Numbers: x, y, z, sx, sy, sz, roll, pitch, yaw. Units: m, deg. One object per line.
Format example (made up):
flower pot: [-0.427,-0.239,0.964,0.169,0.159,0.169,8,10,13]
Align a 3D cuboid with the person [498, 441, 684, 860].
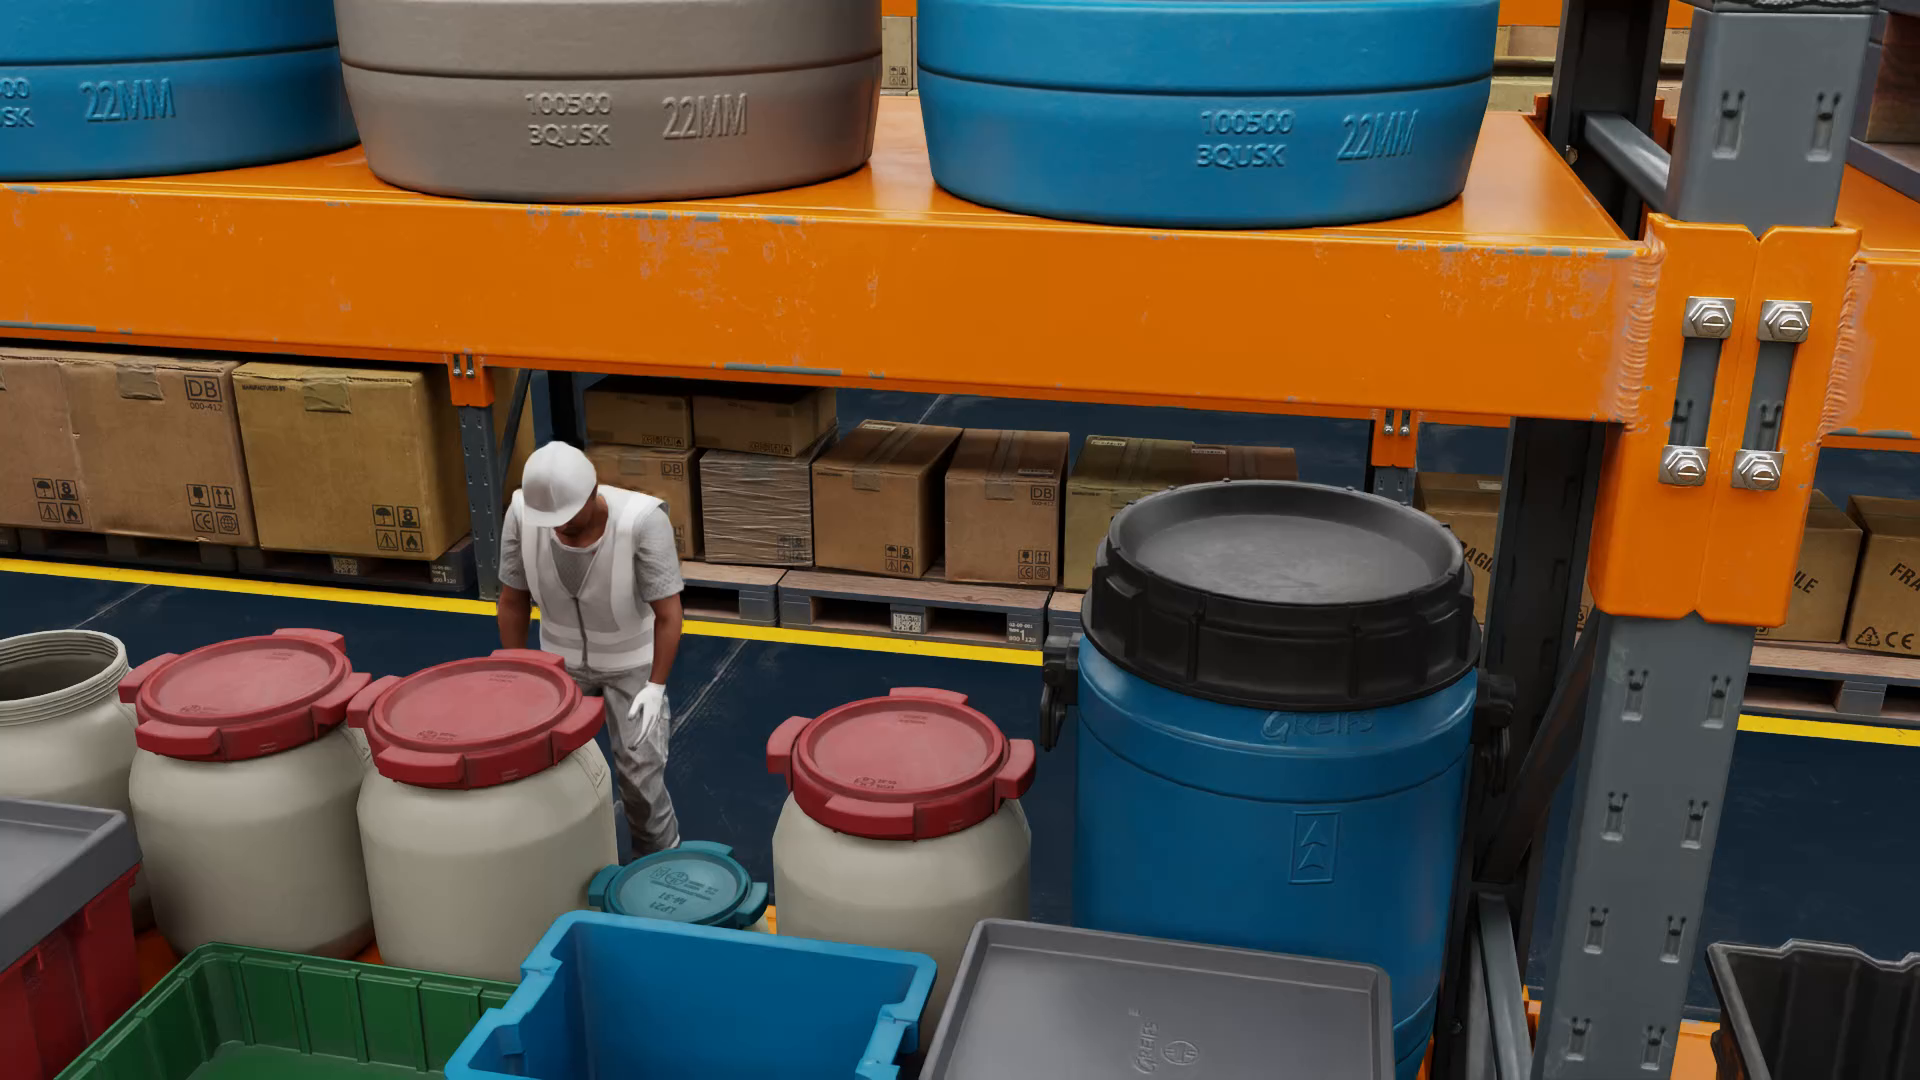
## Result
person: [-1.126,0.415,5.219,0.598,1.624,0.606,5,22,12]
